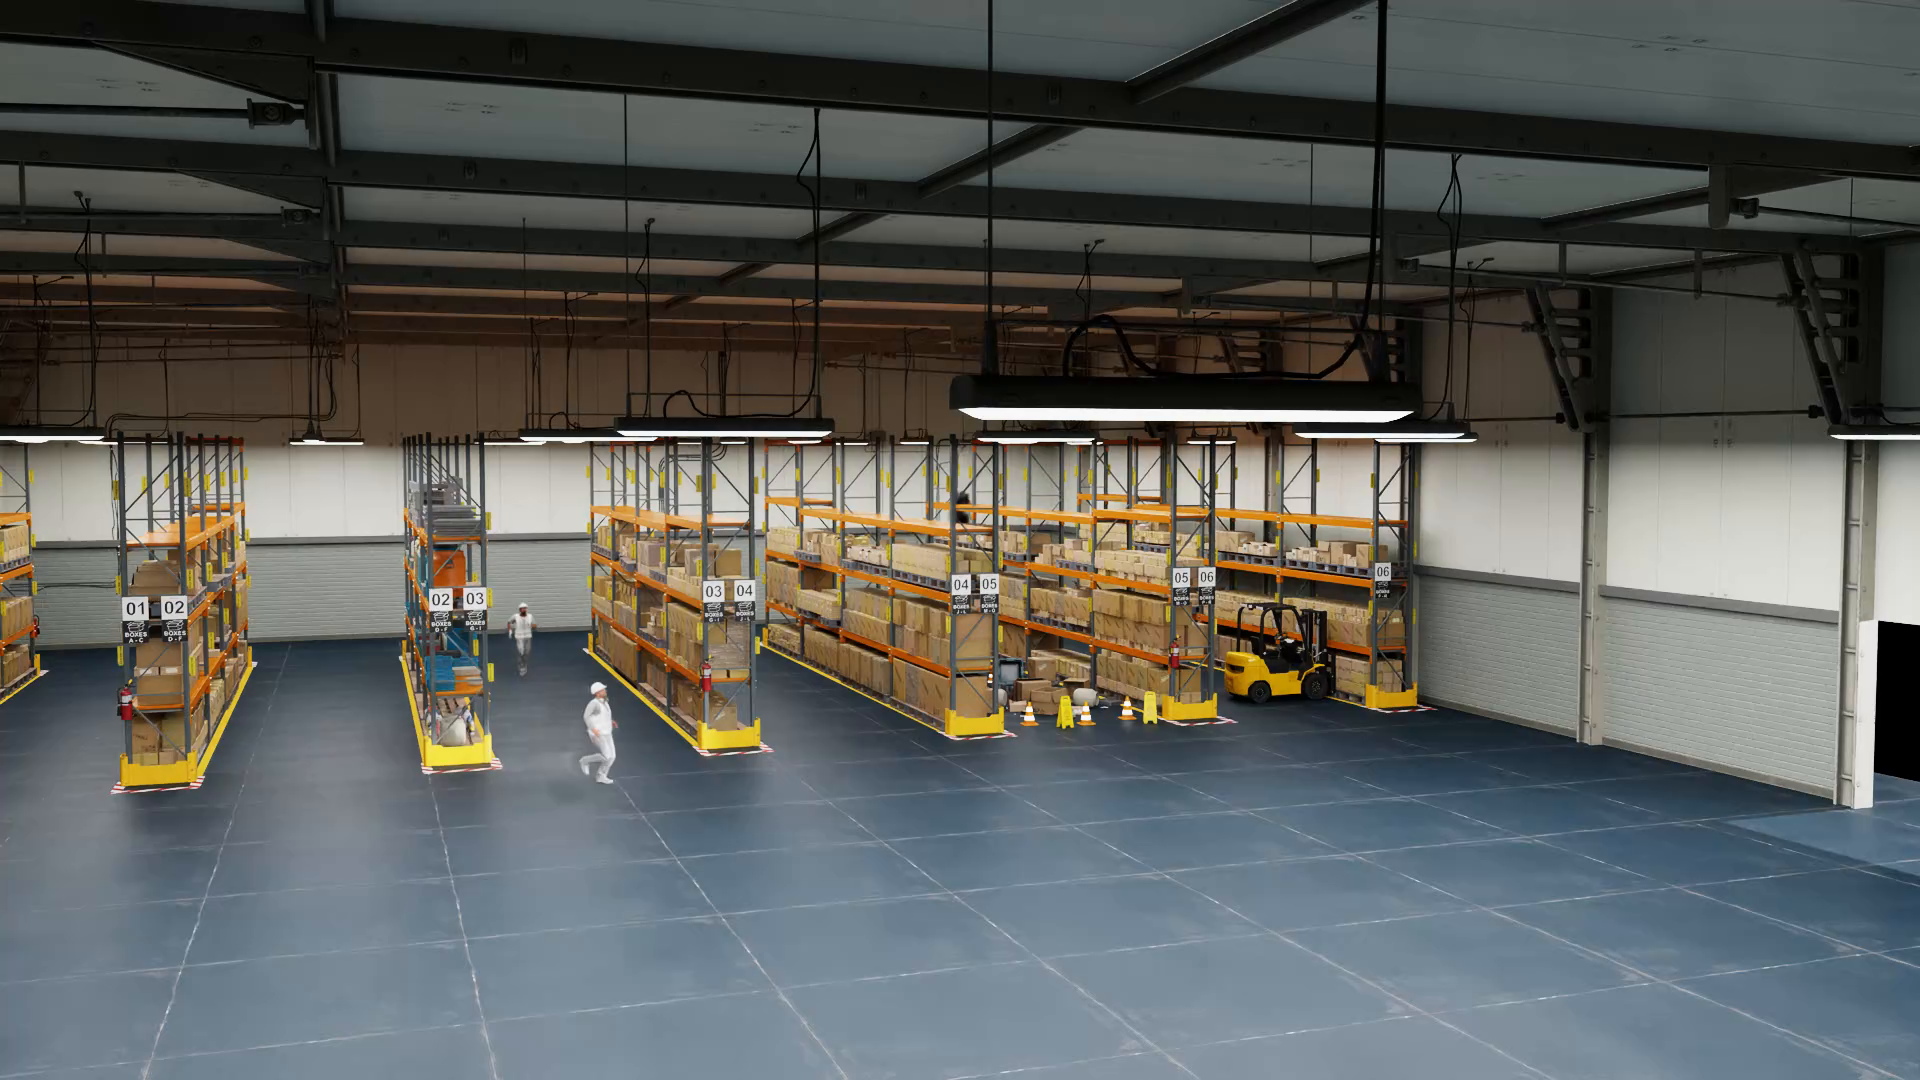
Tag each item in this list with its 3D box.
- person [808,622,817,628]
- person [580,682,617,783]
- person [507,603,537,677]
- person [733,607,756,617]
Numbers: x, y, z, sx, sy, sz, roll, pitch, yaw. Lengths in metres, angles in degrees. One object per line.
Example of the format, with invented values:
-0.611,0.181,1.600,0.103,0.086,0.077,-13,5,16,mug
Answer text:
-4.335,2.184,49.434,0.622,1.646,0.658,2,4,31,person
-6.171,3.294,28.387,0.581,1.734,0.696,1,3,14,person
-11.015,2.505,41.929,0.663,1.846,0.798,-2,4,-32,person
-5.973,2.358,45.830,0.683,1.692,0.878,-2,4,-27,person
